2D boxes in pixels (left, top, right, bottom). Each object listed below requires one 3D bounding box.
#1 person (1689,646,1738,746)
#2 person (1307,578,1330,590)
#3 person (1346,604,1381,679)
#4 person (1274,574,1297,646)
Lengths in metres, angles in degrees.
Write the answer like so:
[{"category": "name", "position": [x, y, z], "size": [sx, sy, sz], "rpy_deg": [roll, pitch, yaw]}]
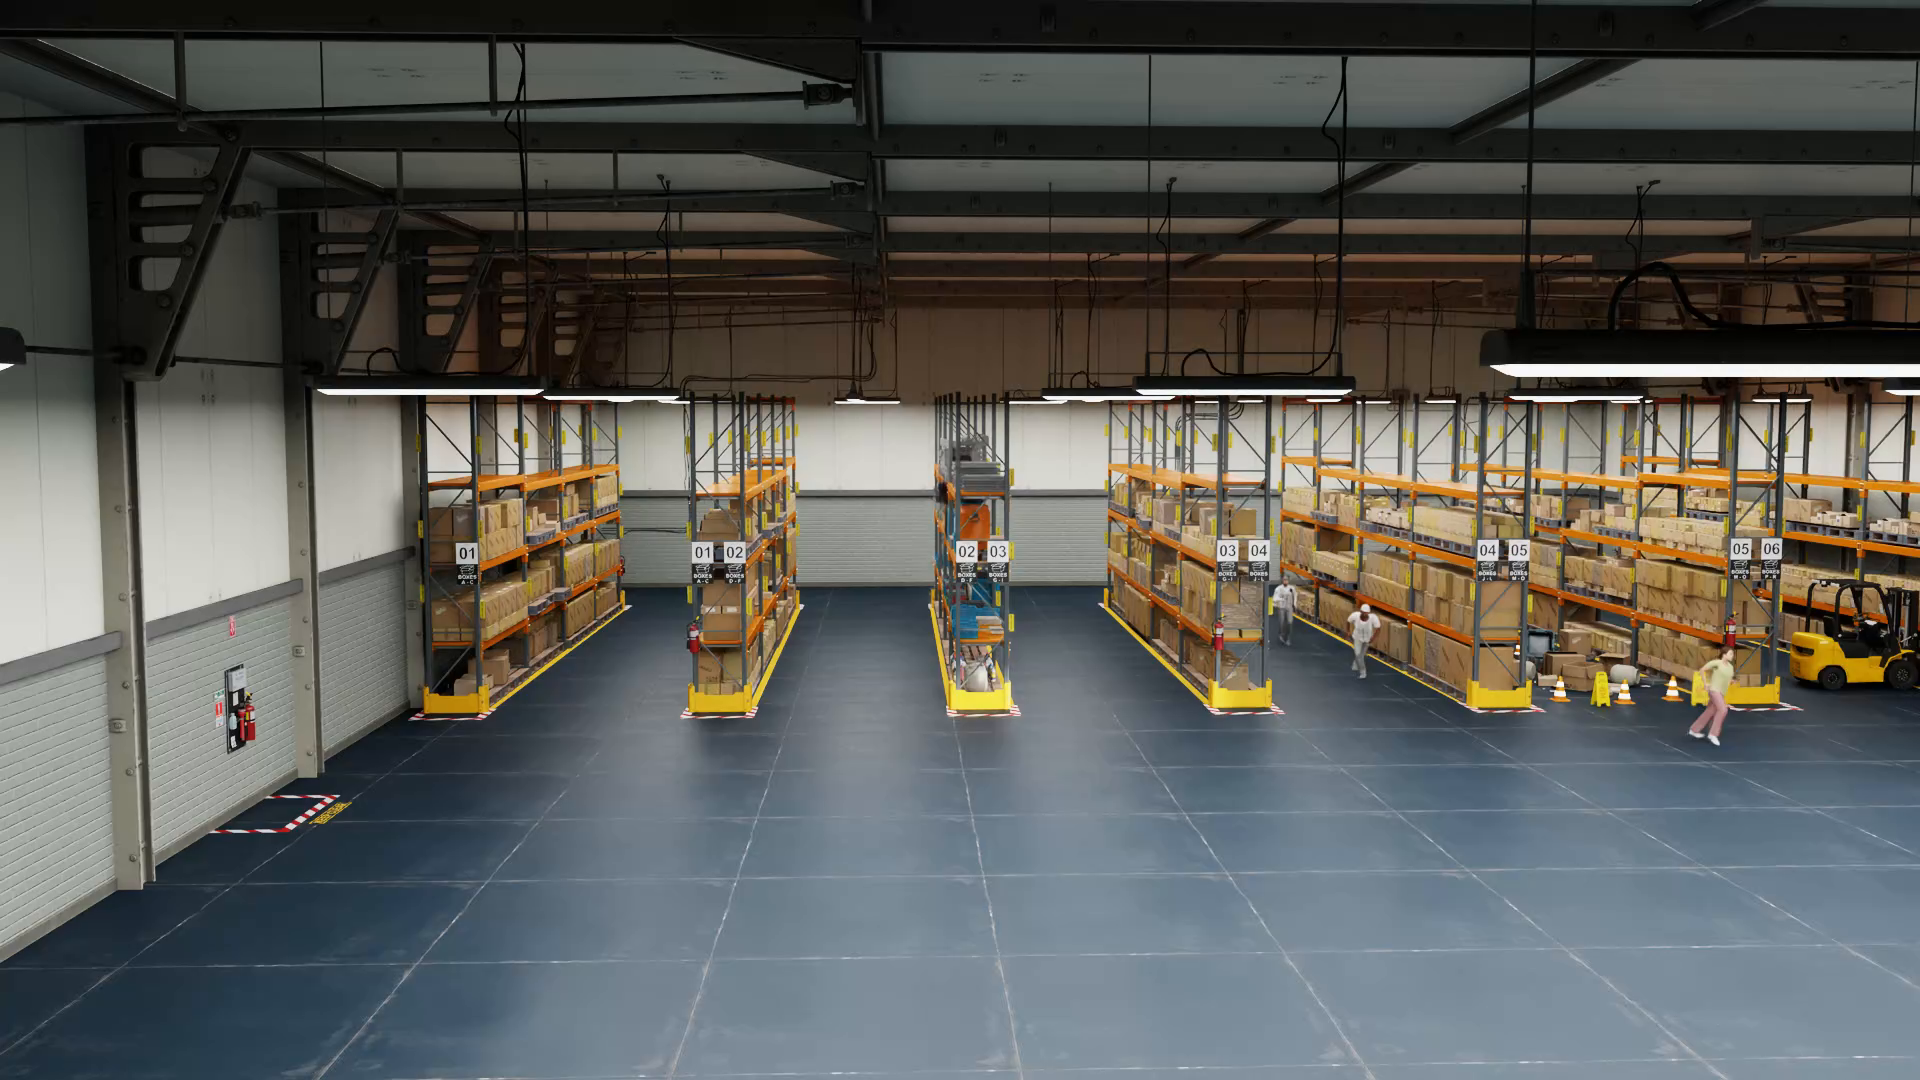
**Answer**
[{"category": "person", "position": [12.864, 2.620, 28.361], "size": [0.721, 1.625, 0.747], "rpy_deg": [-3, 5, -32]}, {"category": "person", "position": [10.750, 0.916, 49.953], "size": [0.767, 1.705, 0.577], "rpy_deg": [-1, 5, -13]}, {"category": "person", "position": [8.536, 2.101, 35.267], "size": [0.701, 1.607, 1.132], "rpy_deg": [1, 5, 7]}, {"category": "person", "position": [7.839, 1.678, 40.037], "size": [0.591, 1.738, 0.811], "rpy_deg": [0, 5, 4]}]
